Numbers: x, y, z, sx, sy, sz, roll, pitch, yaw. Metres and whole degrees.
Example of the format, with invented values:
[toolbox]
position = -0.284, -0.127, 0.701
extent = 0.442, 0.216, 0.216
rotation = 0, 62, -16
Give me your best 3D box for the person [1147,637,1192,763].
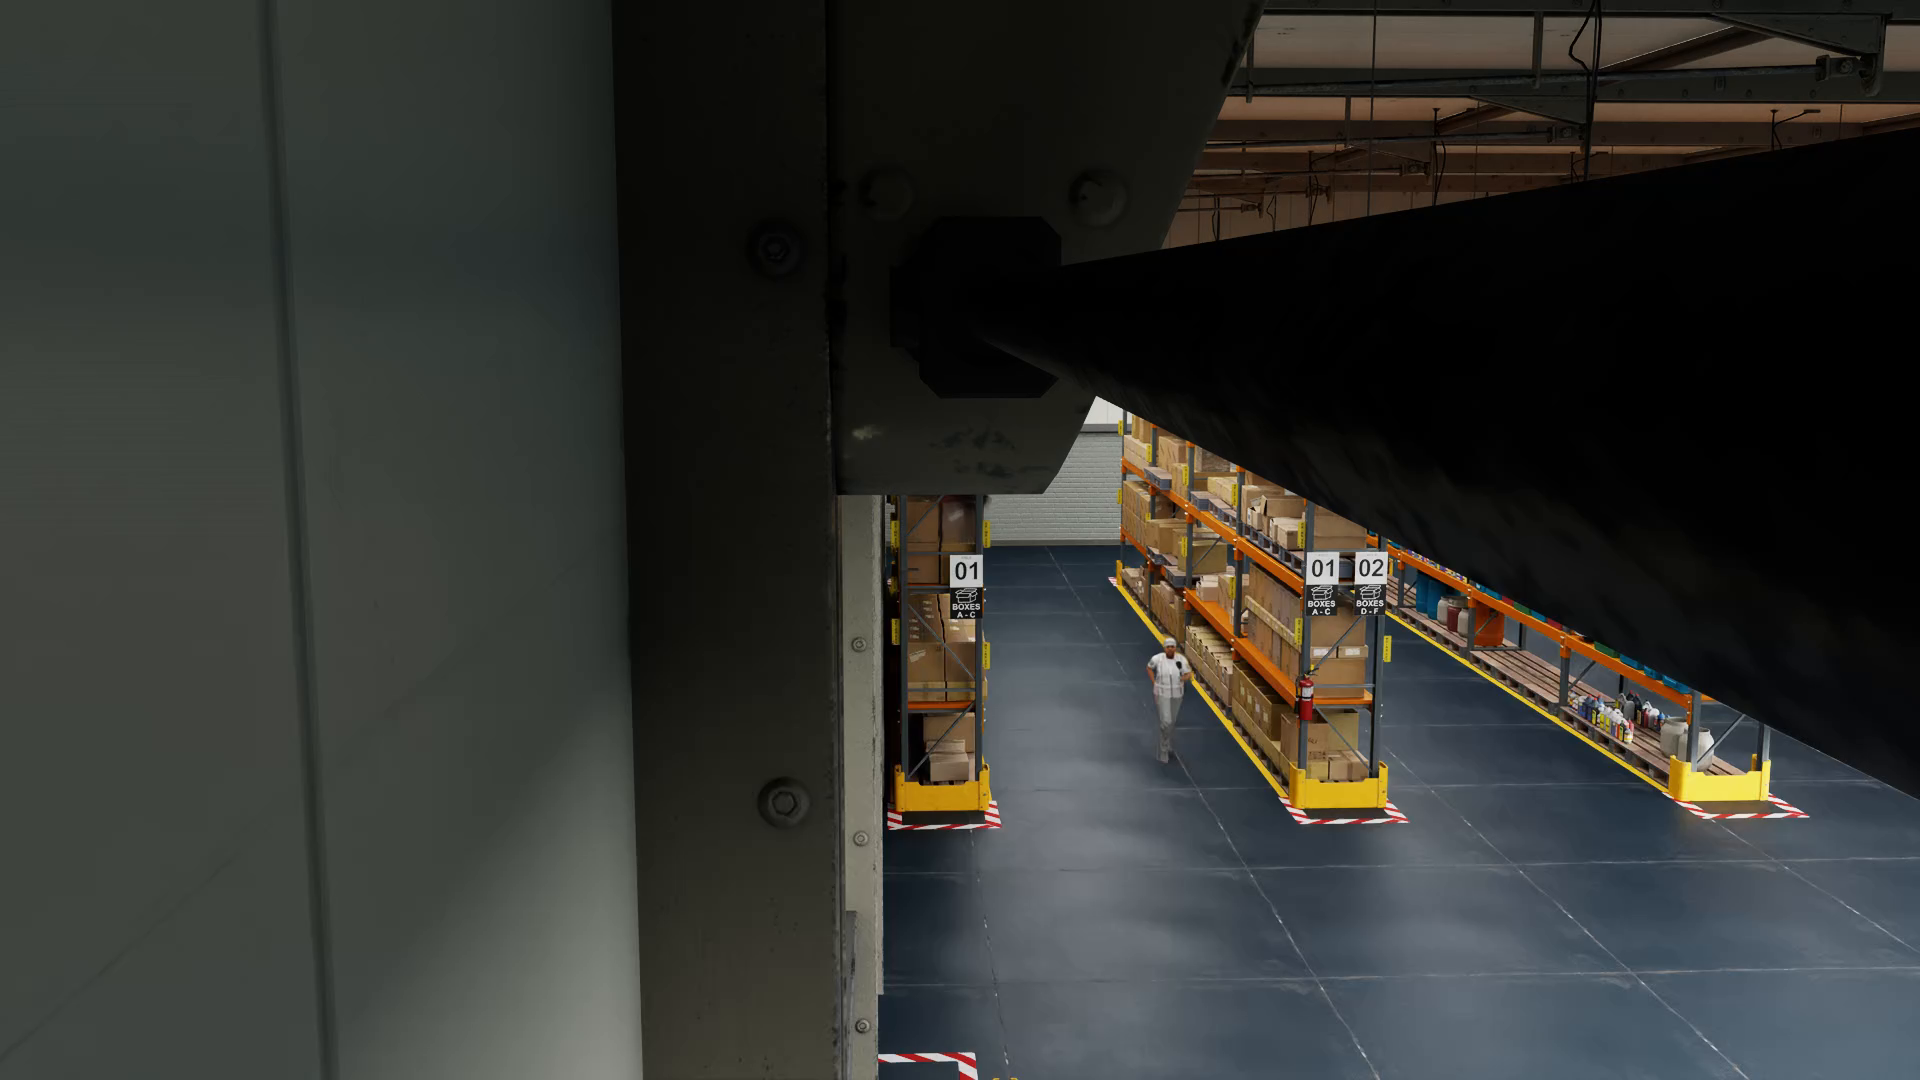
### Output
[person]
position = 2.885, 2.181, 22.841
extent = 0.574, 1.728, 0.754
rotation = -1, 9, -8
